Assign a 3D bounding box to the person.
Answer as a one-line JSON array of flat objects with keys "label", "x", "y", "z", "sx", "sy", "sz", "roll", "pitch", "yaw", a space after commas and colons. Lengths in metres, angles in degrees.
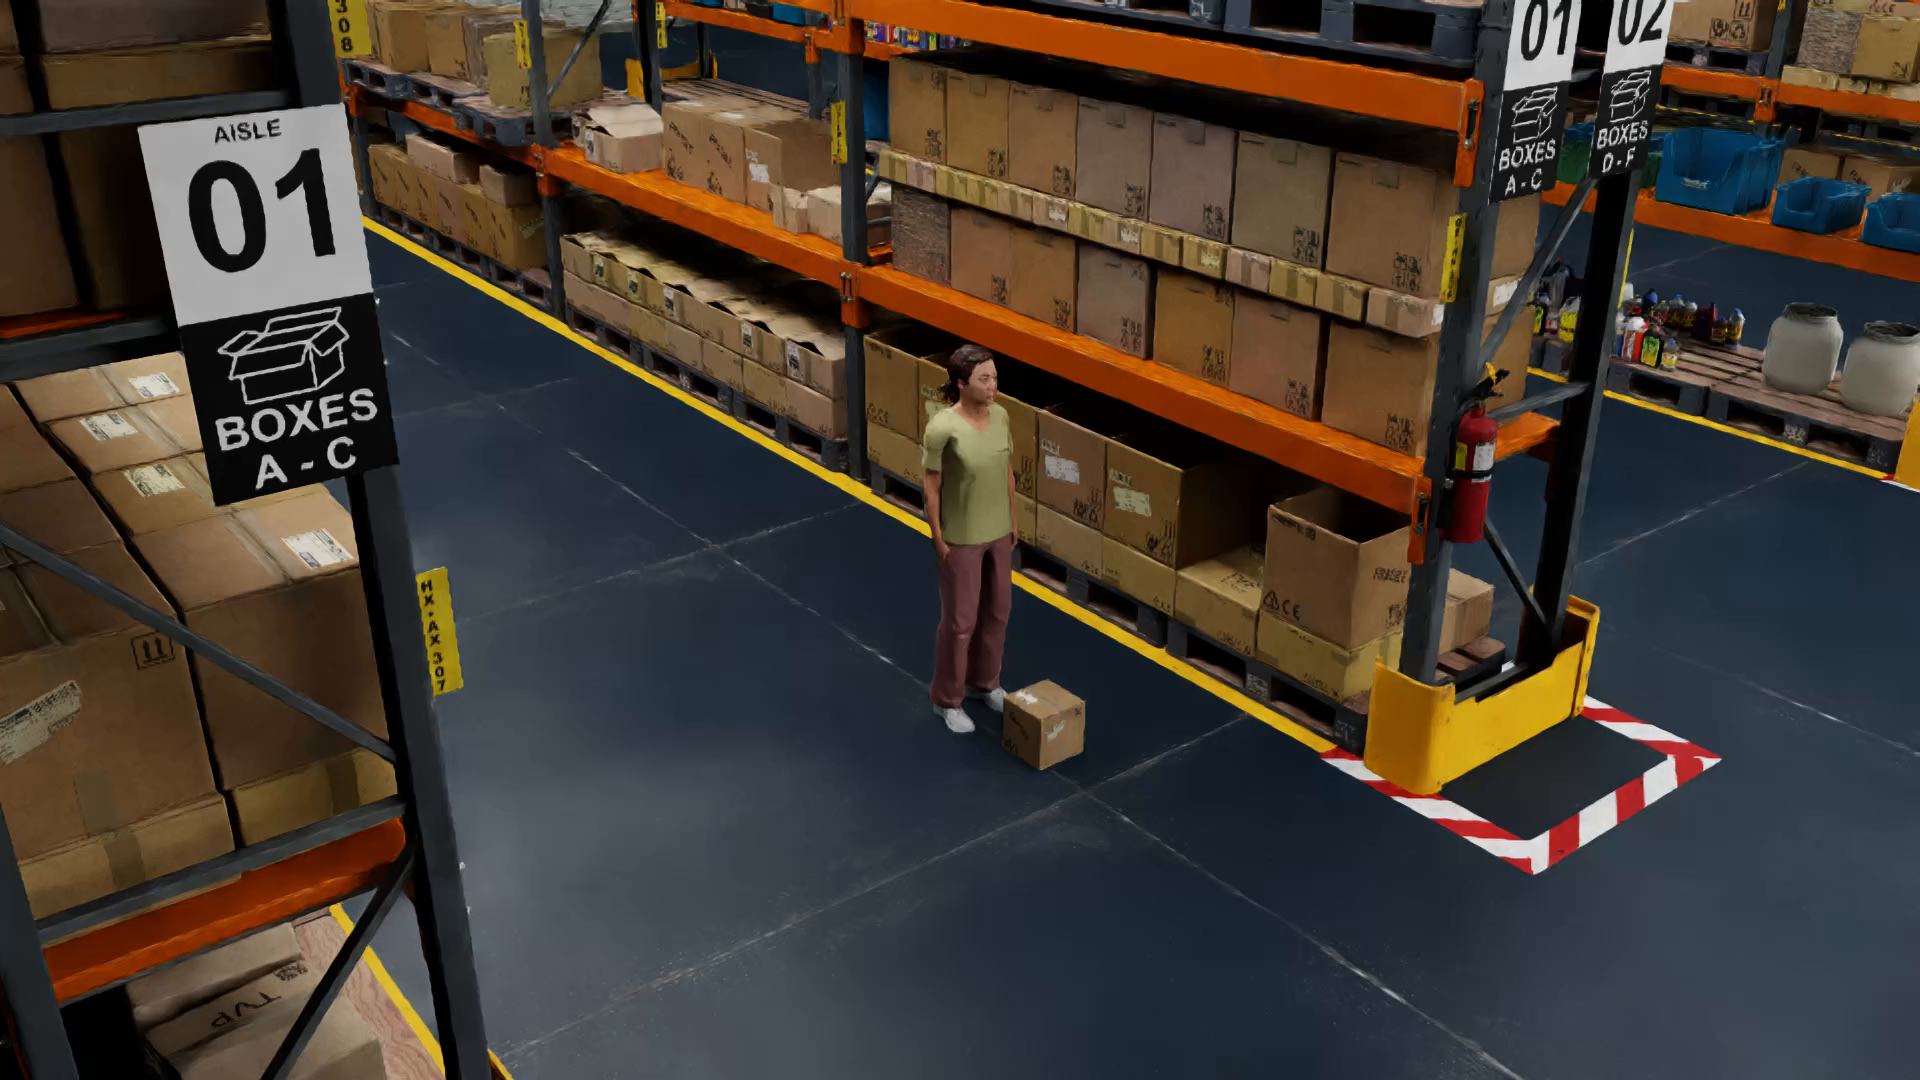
[{"label": "person", "x": 0.075, "y": -0.020, "z": 7.117, "sx": 0.462, "sy": 1.674, "sz": 0.418, "roll": -18, "pitch": 30, "yaw": -33}]
